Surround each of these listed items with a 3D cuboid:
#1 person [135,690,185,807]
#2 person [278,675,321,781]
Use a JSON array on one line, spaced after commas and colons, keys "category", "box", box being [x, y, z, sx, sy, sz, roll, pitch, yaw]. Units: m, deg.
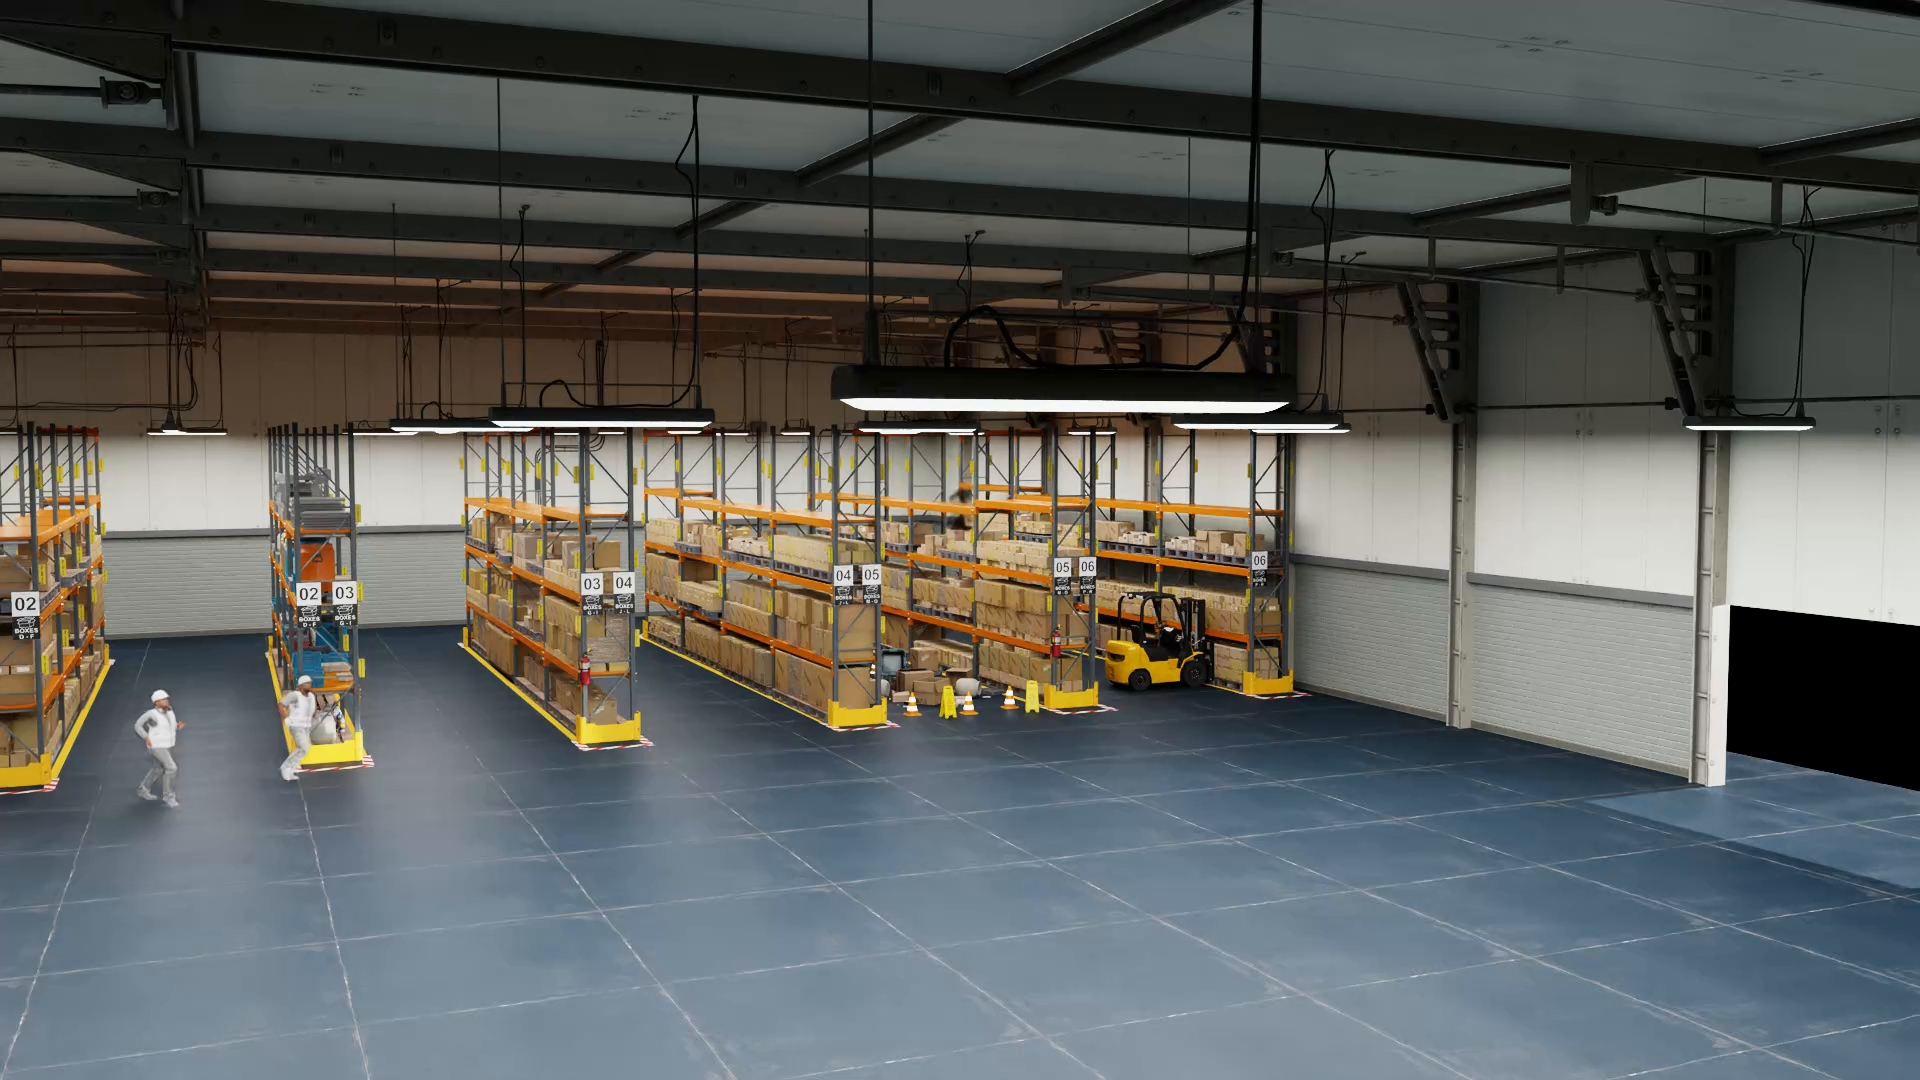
[{"category": "person", "box": [-12.501, 3.260, 26.016, 0.781, 1.843, 0.628, 0, 4, 6]}, {"category": "person", "box": [-11.057, 3.154, 27.985, 0.557, 1.716, 0.750, 1, 4, 13]}]
